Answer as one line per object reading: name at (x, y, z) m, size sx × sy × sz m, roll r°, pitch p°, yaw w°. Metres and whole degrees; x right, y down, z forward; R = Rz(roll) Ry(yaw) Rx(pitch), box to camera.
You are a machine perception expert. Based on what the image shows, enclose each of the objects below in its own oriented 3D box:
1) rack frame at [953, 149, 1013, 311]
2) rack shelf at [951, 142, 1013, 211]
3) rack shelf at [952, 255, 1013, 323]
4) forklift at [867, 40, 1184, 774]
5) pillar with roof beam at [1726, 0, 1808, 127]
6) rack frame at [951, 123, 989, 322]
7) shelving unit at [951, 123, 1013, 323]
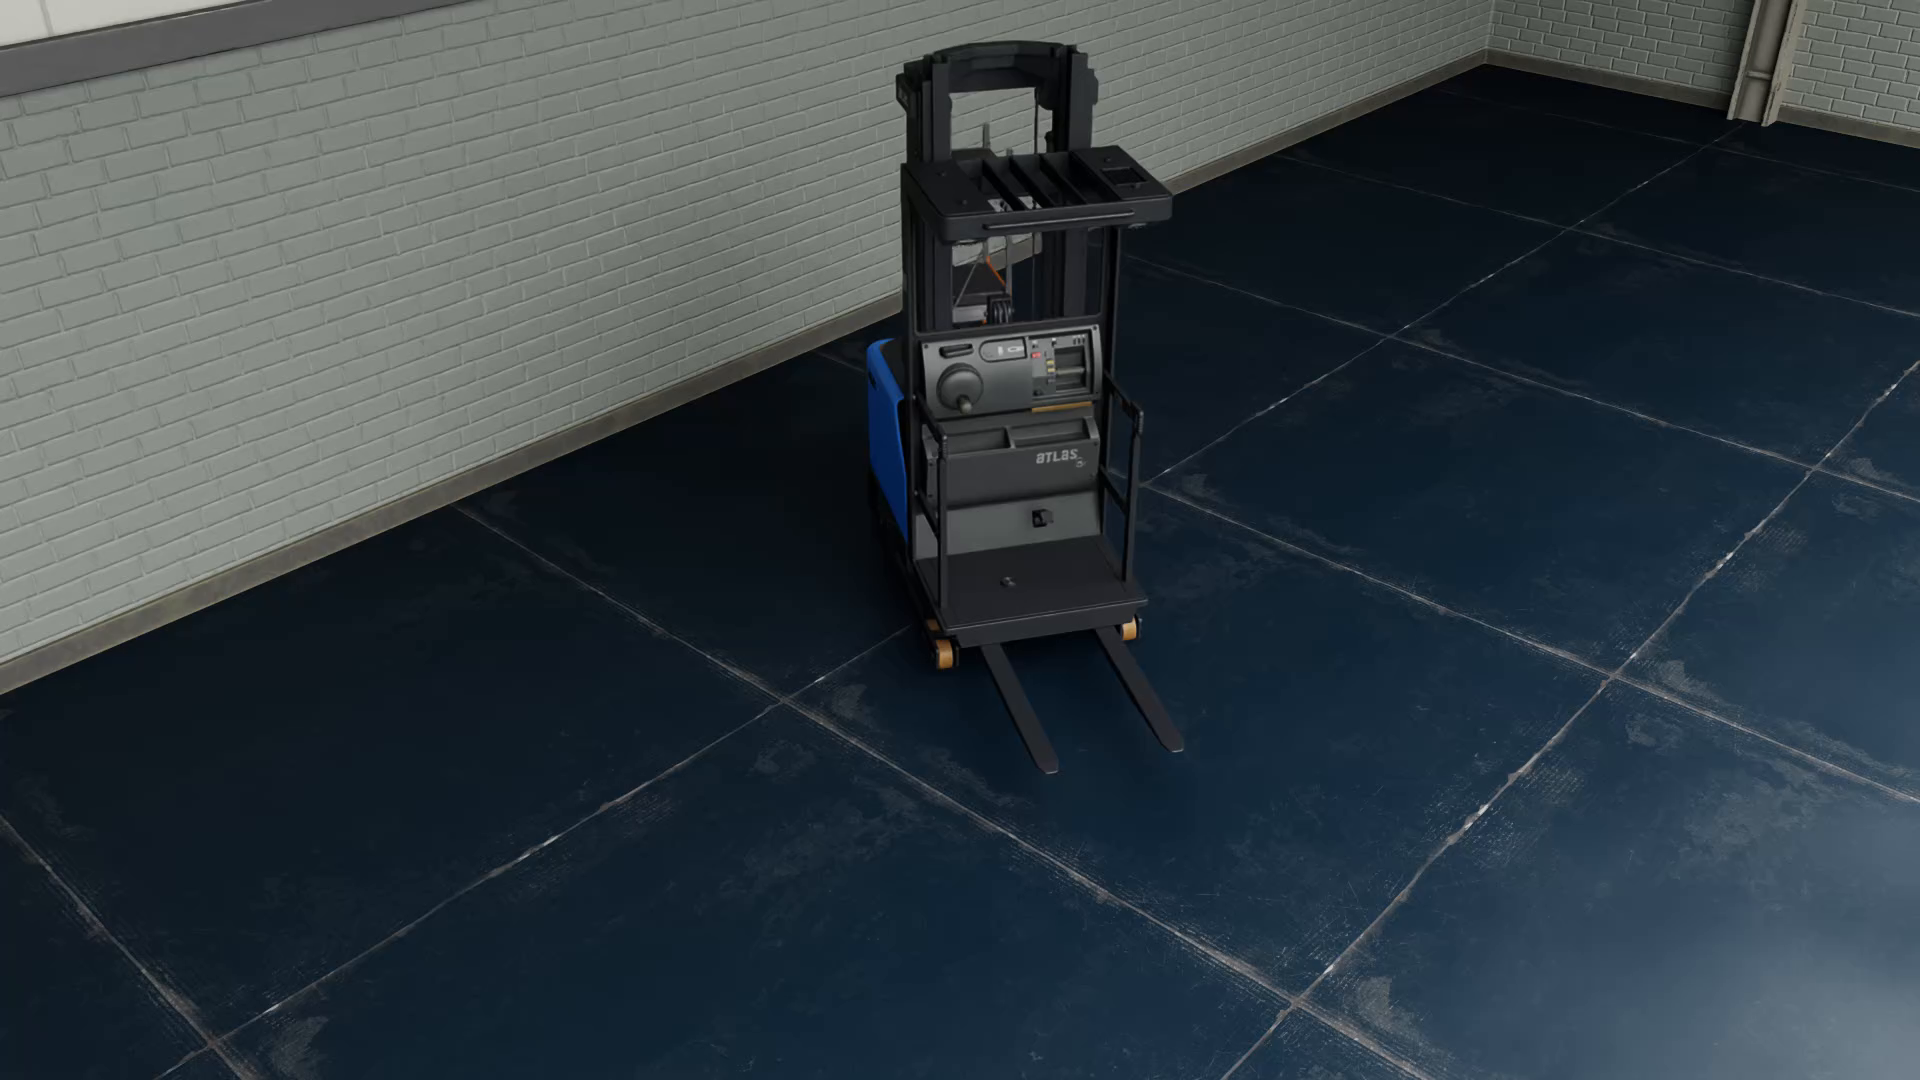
rack frame at (0.100, -1.241, 9.721) m, size 0.400 × 2.100 × 0.015 m, roll -8°, pitch 32°, yaw -13°
rack shelf at (0.038, -1.951, 9.569) m, size 0.431 × 0.518 × 0.480 m, roll -8°, pitch 32°, yaw -13°
rack shelf at (0.038, -1.351, 9.930) m, size 0.431 × 0.518 × 0.480 m, roll -8°, pitch 32°, yaw -13°
forklift at (0.321, -0.808, 8.195) m, size 1.130 × 2.935 × 3.031 m, roll -8°, pitch 32°, yaw -13°
pillar with roof beam at (5.073, -6.441, 11.669) m, size 0.400 × 9.000 × 9.100 m, roll 25°, pitch 39°, yaw 35°
rack frame at (-0.024, -1.485, 10.125) m, size 0.400 × 2.100 × 0.015 m, roll -8°, pitch 32°, yaw -13°
shelving unit at (0.038, -1.363, 9.923) m, size 0.431 × 2.100 × 0.503 m, roll -8°, pitch 32°, yaw -13°
